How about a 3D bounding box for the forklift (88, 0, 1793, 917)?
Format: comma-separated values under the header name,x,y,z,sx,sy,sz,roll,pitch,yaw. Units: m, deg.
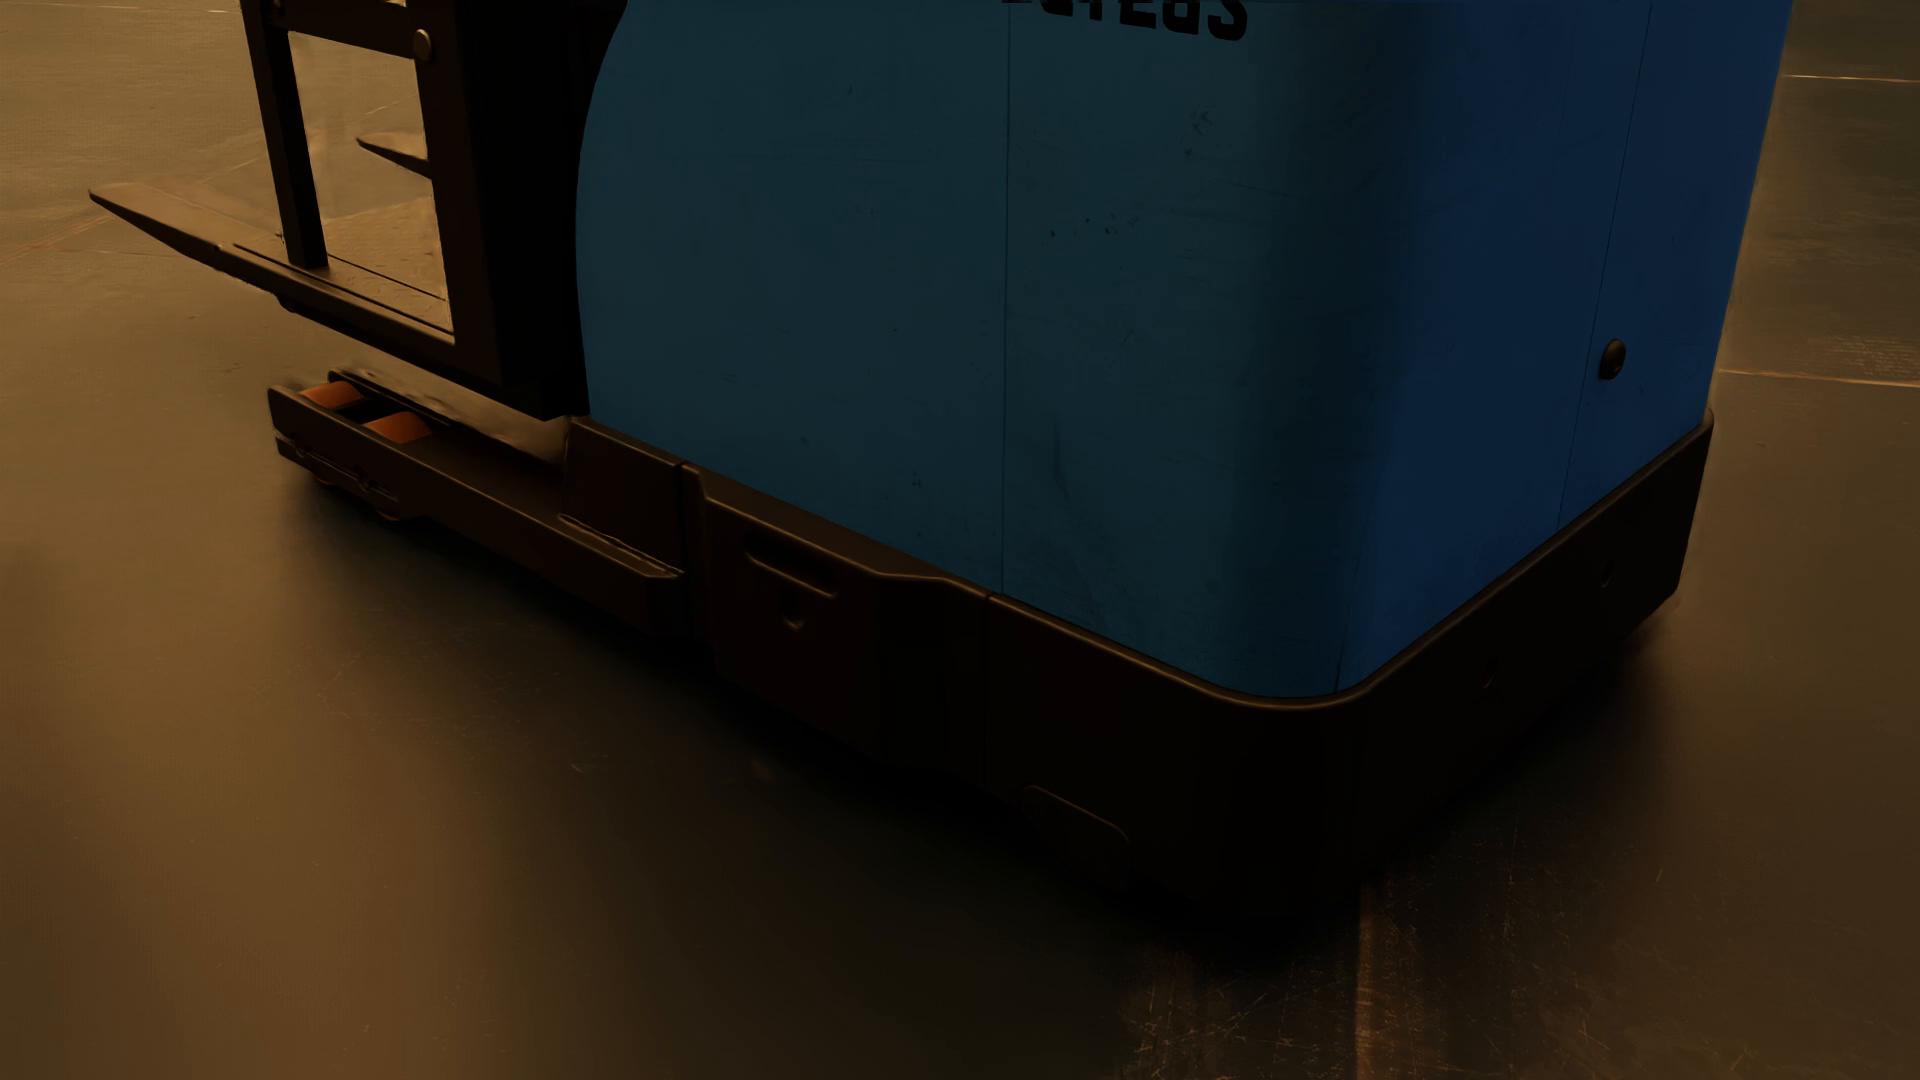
name,x,y,z,sx,sy,sz,roll,pitch,yaw
forklift,-0.462,-1.491,2.201,3.031,2.935,1.130,22,34,37
